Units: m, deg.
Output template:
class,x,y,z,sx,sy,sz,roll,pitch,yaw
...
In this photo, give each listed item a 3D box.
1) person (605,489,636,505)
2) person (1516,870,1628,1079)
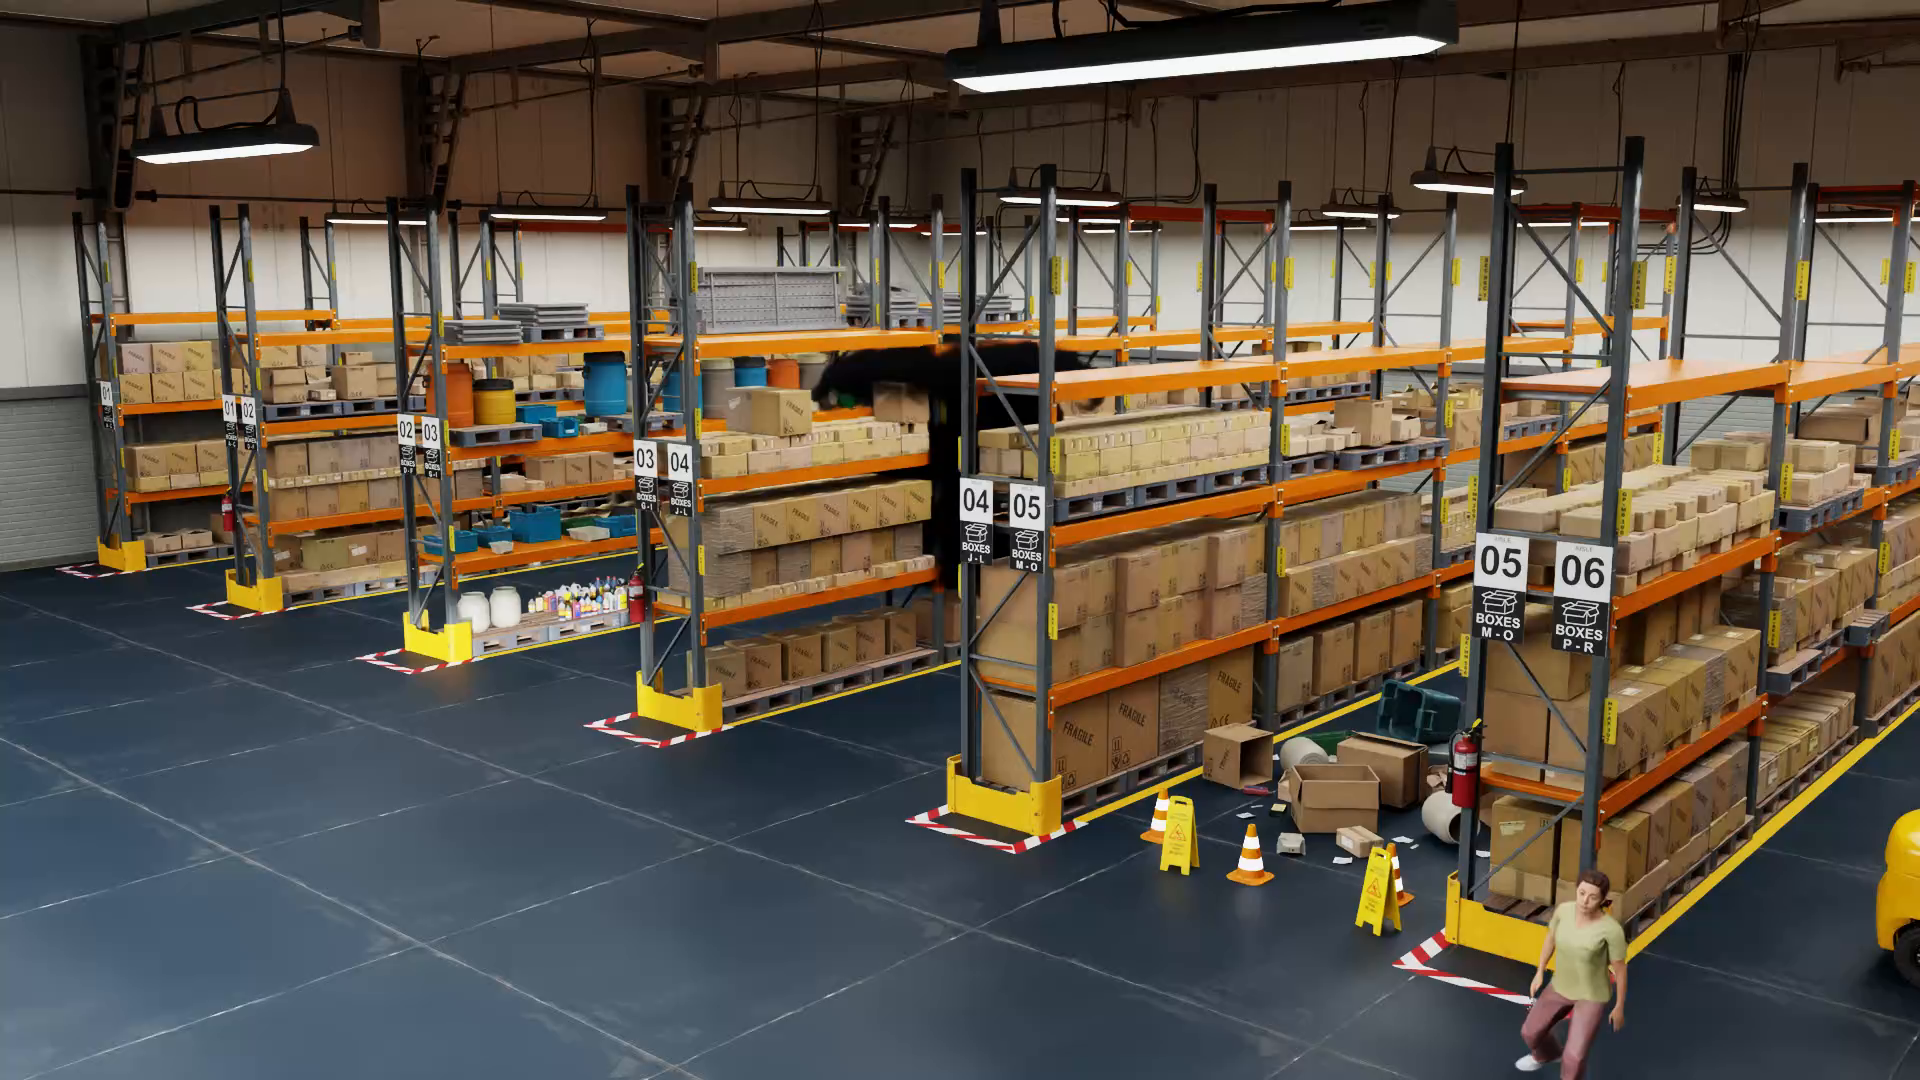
class,x,y,z,sx,sy,sz,roll,pitch,yaw
person,-6.545,-0.958,32.273,0.712,1.572,0.872,4,10,23
person,3.725,2.708,10.161,0.623,1.600,0.752,-9,13,-43
